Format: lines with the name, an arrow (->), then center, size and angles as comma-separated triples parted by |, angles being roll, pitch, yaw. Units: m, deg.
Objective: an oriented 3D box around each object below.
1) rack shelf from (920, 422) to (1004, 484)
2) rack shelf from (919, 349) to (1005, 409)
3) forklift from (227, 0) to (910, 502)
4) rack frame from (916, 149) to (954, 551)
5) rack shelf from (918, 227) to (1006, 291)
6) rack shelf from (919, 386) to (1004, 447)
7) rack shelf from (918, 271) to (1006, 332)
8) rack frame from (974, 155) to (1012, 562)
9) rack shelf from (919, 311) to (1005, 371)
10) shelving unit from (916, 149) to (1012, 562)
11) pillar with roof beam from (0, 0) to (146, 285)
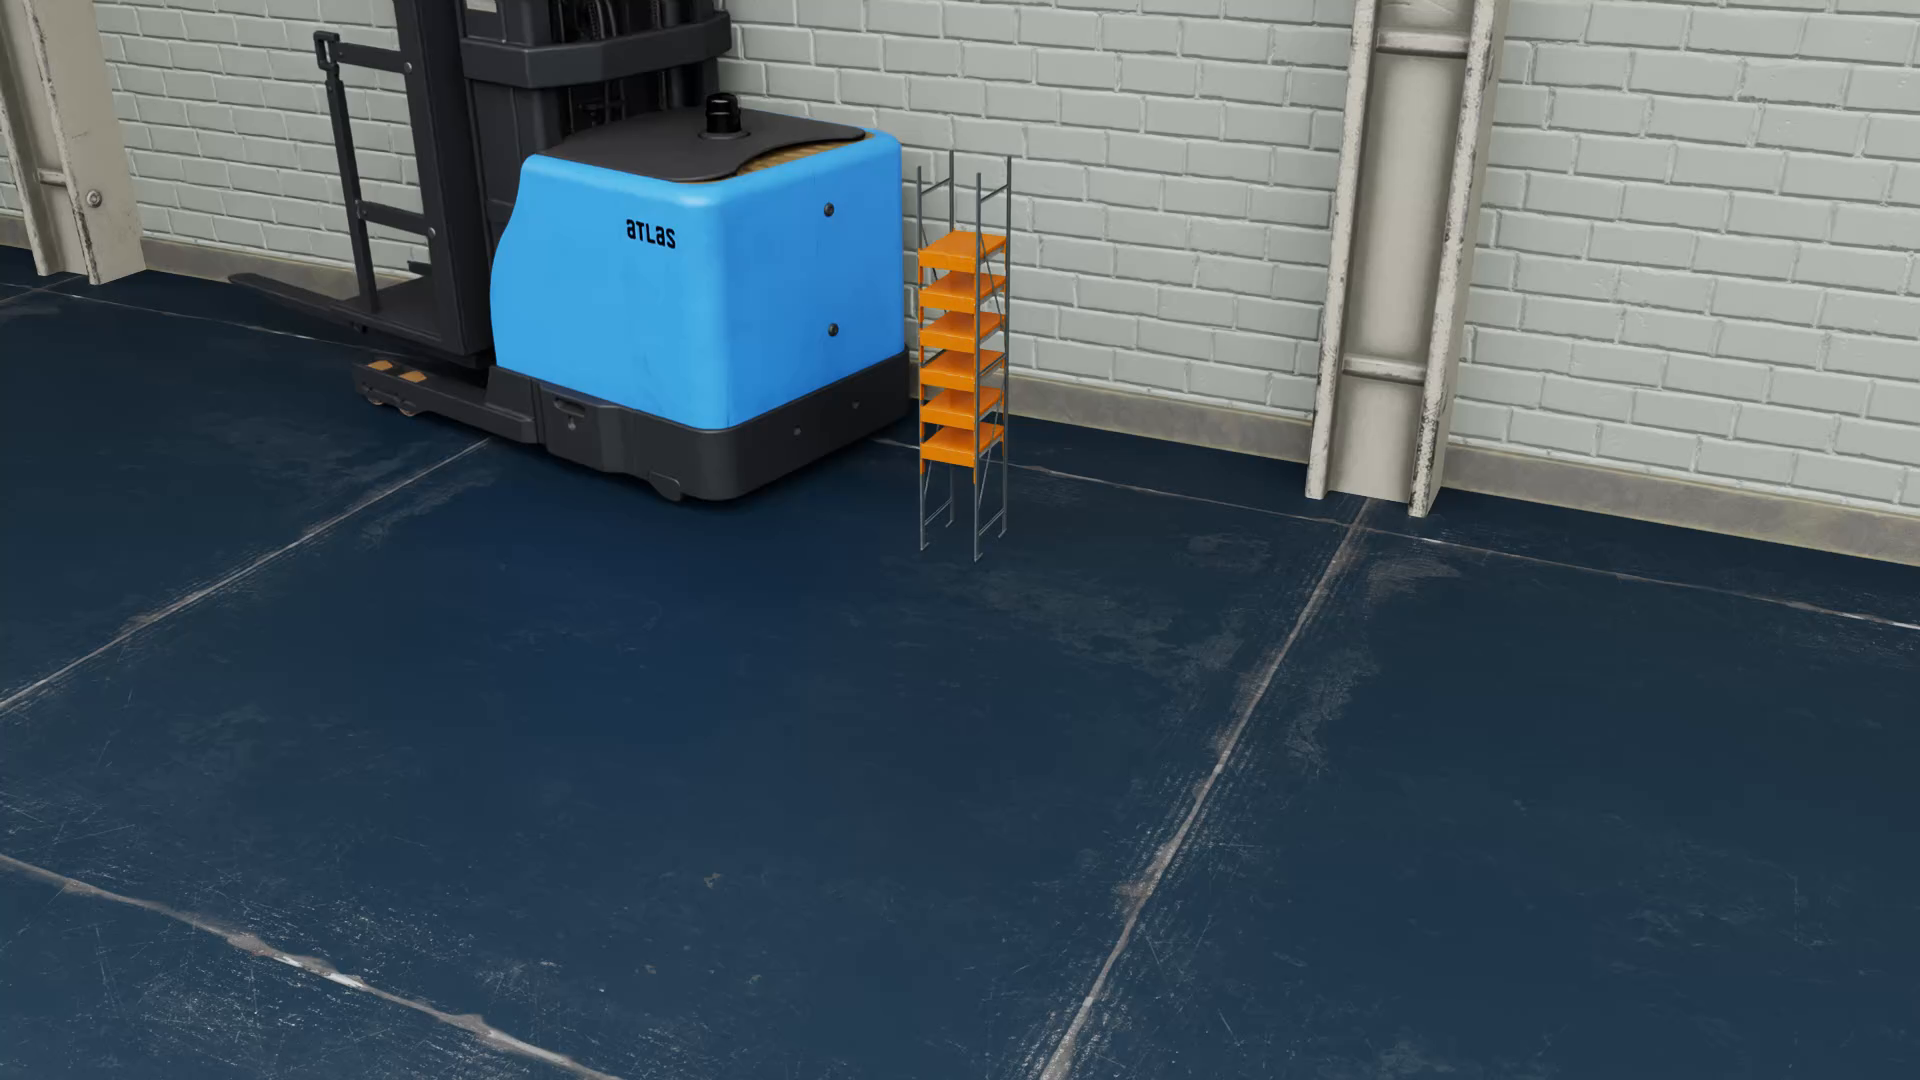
rack shelf -> 0.013, -0.280, 5.105 | 0.180, 0.103, 0.258 | 11, 28, 22
rack shelf -> 0.013, -0.496, 4.999 | 0.180, 0.103, 0.258 | 11, 28, 22
forklift -> -1.668, -1.942, 5.876 | 3.031, 2.935, 1.130 | 18, 31, 32
rack frame -> -0.070, -0.552, 5.014 | 0.006, 1.200, 0.240 | 11, 28, 22
rack shelf -> 0.013, -0.819, 4.840 | 0.180, 0.103, 0.258 | 11, 28, 22
rack shelf -> 0.013, -0.388, 5.052 | 0.180, 0.103, 0.258 | 11, 28, 22
rack shelf -> 0.013, -0.711, 4.893 | 0.180, 0.103, 0.258 | 11, 28, 22
rack frame -> 0.096, -0.519, 4.946 | 0.006, 1.200, 0.240 | 11, 28, 22
rack shelf -> 0.013, -0.603, 4.946 | 0.180, 0.103, 0.258 | 11, 28, 22
shelving unit -> 0.013, -0.536, 4.980 | 0.189, 1.200, 0.258 | 11, 28, 22
pillar with roof beam -> -5.851, -3.573, 2.320 | 0.400, 9.000, 9.100 | 11, 28, 22
